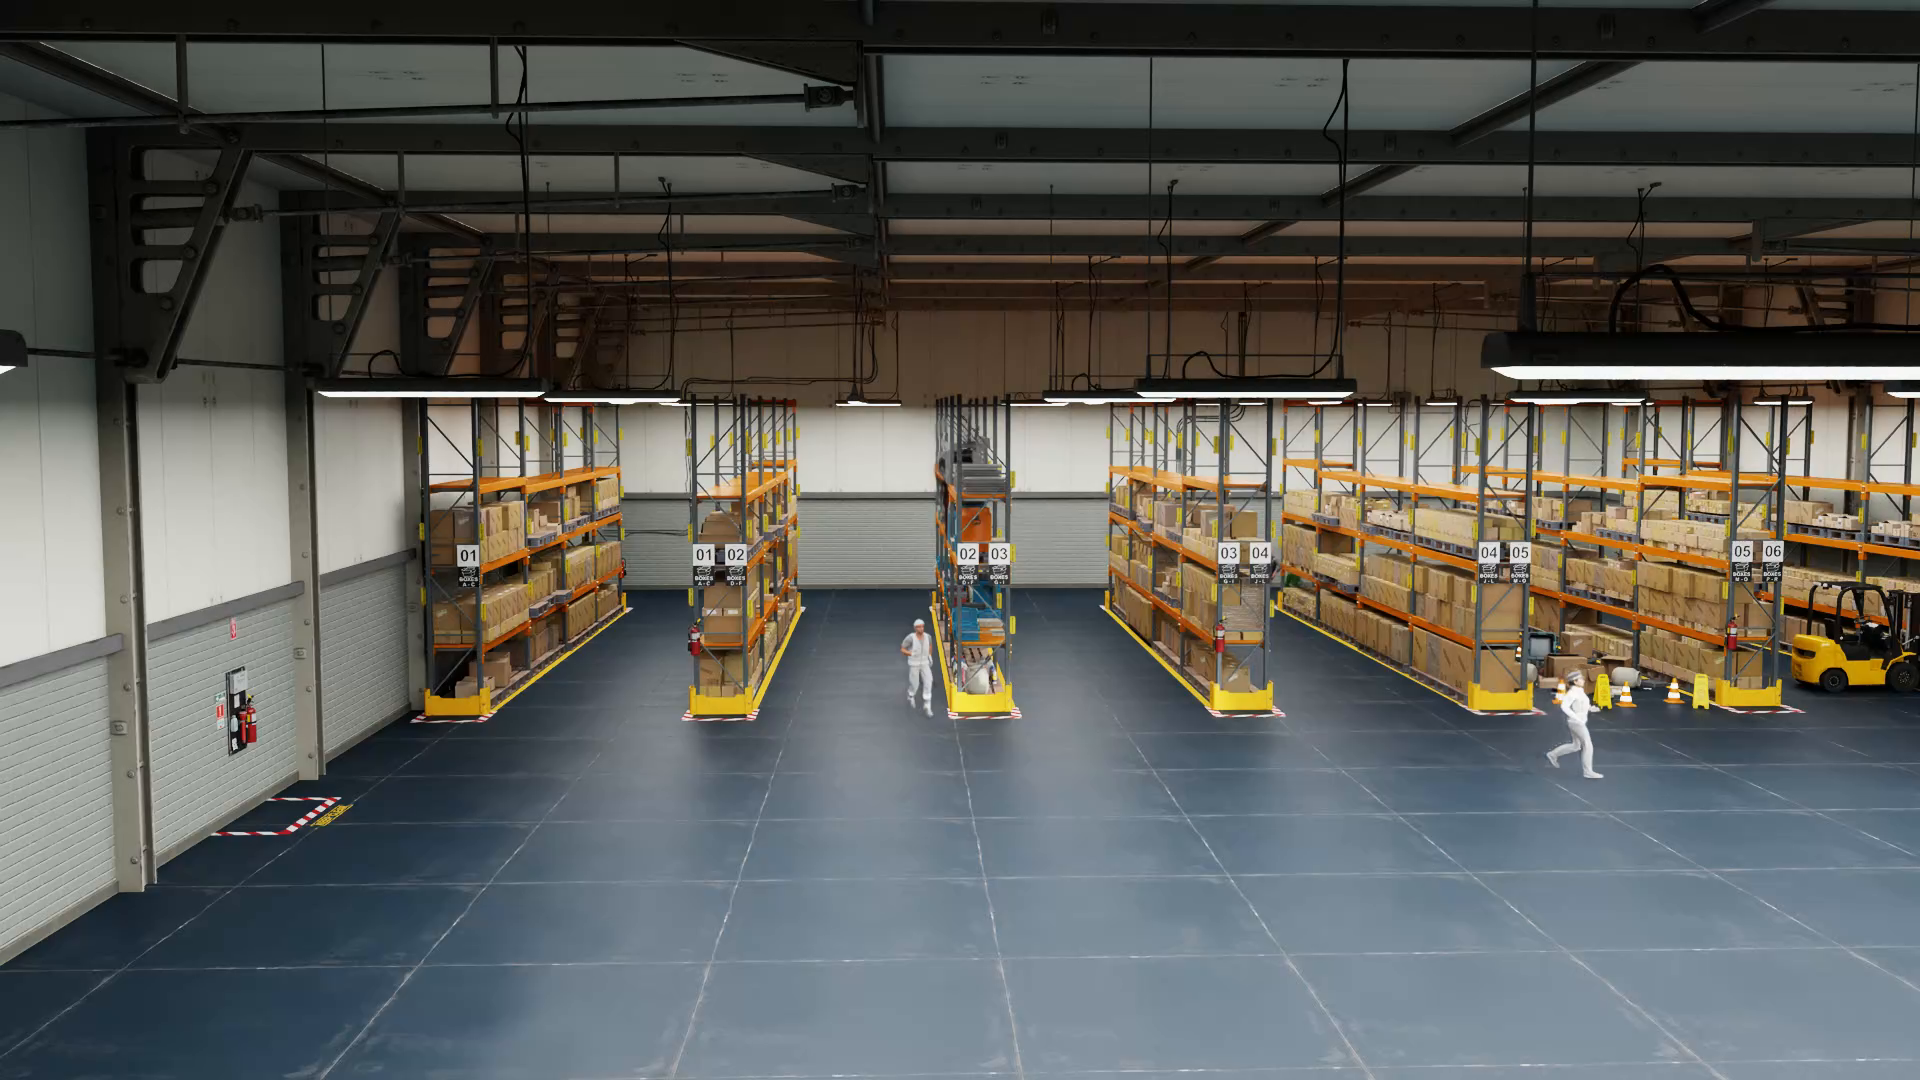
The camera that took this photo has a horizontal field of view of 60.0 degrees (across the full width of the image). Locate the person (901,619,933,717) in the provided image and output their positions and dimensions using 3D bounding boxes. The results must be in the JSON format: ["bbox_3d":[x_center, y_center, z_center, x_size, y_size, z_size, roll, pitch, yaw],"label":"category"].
[{"bbox_3d":[-0.785,2.373,31.240,0.691,1.796,0.954,-2,5,-21],"label":"person"}]

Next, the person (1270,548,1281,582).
[{"bbox_3d":[9.001,1.048,48.806,0.584,1.667,0.716,-4,6,-39],"label":"person"}]

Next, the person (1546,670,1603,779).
[{"bbox_3d":[9.566,2.846,25.853,0.862,1.668,0.605,2,5,27],"label":"person"}]

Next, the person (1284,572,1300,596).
[{"bbox_3d":[9.744,0.995,48.691,0.756,1.826,0.667,-1,5,-7],"label":"person"}]
